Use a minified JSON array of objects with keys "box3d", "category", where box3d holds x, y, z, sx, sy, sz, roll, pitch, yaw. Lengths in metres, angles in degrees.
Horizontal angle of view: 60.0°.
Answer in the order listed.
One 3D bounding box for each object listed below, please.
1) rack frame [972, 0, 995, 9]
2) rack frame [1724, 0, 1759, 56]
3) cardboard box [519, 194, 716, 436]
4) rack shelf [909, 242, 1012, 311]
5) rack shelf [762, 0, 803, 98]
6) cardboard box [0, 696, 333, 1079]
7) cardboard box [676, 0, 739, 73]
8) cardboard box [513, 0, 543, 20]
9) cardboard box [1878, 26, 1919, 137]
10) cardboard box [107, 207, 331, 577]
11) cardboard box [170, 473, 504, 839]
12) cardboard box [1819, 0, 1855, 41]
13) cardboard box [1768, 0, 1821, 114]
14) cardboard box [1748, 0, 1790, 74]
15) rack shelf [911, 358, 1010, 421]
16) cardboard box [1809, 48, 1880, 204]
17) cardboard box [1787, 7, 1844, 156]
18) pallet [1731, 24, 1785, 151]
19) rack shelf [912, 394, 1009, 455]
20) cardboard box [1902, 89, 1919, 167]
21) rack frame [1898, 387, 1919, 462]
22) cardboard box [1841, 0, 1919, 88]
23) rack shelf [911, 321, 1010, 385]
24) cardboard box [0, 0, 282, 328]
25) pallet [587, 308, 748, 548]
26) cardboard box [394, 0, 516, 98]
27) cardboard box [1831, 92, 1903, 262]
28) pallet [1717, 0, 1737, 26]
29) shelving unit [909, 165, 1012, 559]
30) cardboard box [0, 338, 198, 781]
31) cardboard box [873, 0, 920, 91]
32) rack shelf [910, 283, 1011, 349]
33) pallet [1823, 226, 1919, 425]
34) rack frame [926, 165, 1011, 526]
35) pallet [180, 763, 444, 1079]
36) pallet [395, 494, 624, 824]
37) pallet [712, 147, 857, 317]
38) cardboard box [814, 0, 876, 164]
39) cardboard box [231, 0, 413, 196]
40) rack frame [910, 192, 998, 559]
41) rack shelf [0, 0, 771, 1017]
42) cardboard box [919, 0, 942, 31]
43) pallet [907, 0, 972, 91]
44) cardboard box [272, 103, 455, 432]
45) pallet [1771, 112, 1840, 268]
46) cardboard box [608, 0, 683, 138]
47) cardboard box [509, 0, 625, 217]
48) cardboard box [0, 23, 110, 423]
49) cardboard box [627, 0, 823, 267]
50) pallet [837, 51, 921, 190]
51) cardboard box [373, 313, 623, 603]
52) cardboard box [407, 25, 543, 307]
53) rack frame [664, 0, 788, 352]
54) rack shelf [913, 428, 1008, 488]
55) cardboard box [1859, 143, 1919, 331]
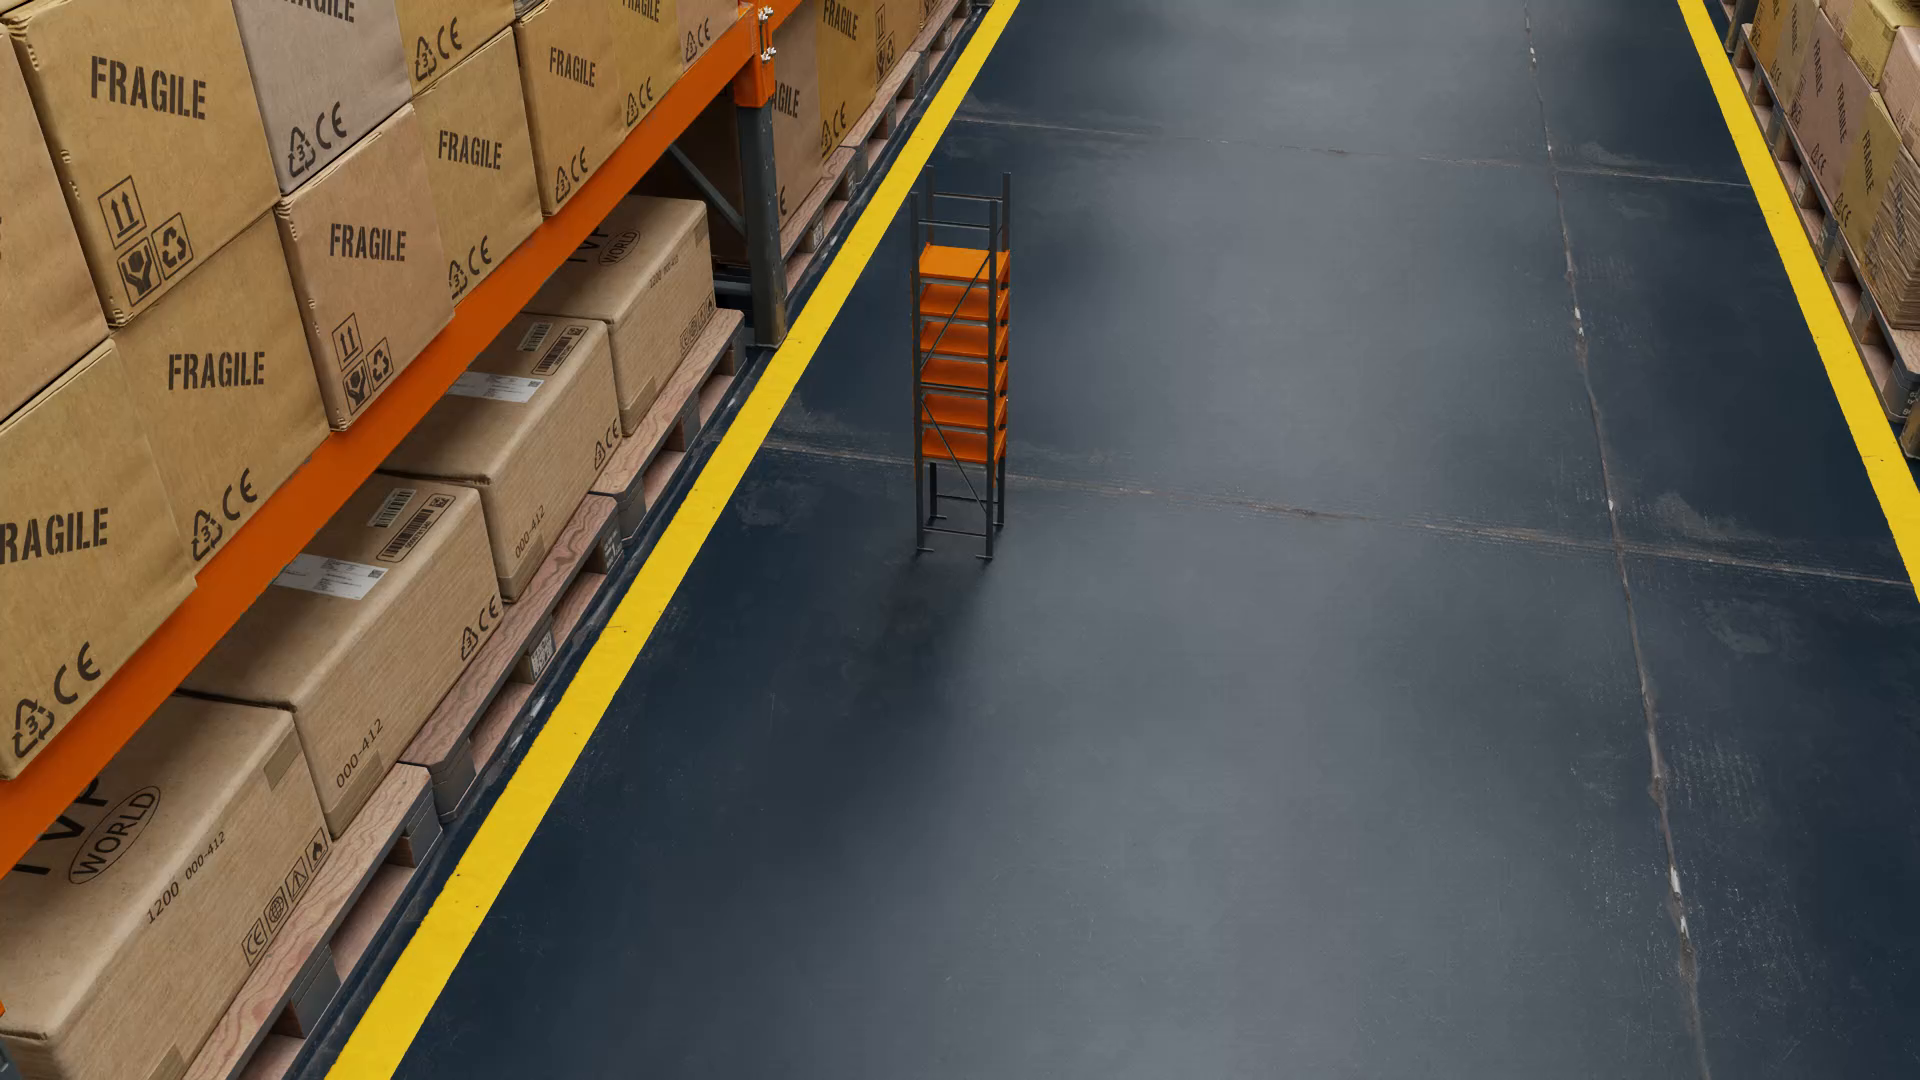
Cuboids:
[{"box3d":[-0.303,-4.312,8.643,1.000,3.000,0.127,7,37,10],"category":"rack frame"},{"box3d":[4.555,-3.749,7.867,1.000,3.000,0.127,7,37,10],"category":"rack frame"},{"box3d":[-1.396,-0.805,5.630,0.875,0.438,0.875,7,36,9],"category":"cardboard box"},{"box3d":[0.003,-0.750,4.724,0.258,0.103,0.180,7,37,10],"category":"rack shelf"},{"box3d":[-0.730,-2.874,7.273,1.077,0.370,4.000,7,37,10],"category":"rack shelf"},{"box3d":[-1.968,0.751,3.483,0.875,0.438,0.875,6,36,8],"category":"cardboard box"},{"box3d":[-1.007,-1.761,5.039,0.500,0.500,0.500,8,37,10],"category":"cardboard box"},{"box3d":[-1.204,-1.576,3.931,0.500,0.500,0.500,8,37,11],"category":"cardboard box"},{"box3d":[3.735,-1.669,6.131,0.500,0.250,0.500,9,37,12],"category":"cardboard box"},{"box3d":[-1.548,-0.299,3.021,0.500,0.500,0.500,7,36,9],"category":"cardboard box"},{"box3d":[-1.781,0.225,4.209,0.875,0.438,0.875,8,37,11],"category":"cardboard box"},{"box3d":[3.944,-2.273,6.964,0.500,0.250,0.500,8,37,10],"category":"cardboard box"},{"box3d":[4.050,-2.245,7.564,0.500,0.500,0.500,8,37,11],"category":"cardboard box"},{"box3d":[4.154,-2.534,7.962,0.500,0.500,0.500,6,36,8],"category":"cardboard box"},{"box3d":[0.003,-0.458,4.935,0.258,0.103,0.180,7,37,10],"category":"rack shelf"},{"box3d":[3.836,-1.658,6.753,0.500,0.500,0.500,7,36,9],"category":"cardboard box"},{"box3d":[3.945,-1.950,7.157,0.500,0.500,0.500,6,36,9],"category":"cardboard box"},{"box3d":[4.386,-2.173,8.068,1.003,0.211,1.213,7,37,10],"category":"pallet"},{"box3d":[0.003,-0.361,5.006,0.258,0.103,0.180,7,37,10],"category":"rack shelf"},{"box3d":[3.612,-1.377,5.726,0.500,0.250,0.500,6,36,9],"category":"cardboard box"},{"box3d":[3.700,-1.456,4.703,1.000,3.000,0.127,7,37,10],"category":"rack frame"},{"box3d":[3.834,-1.974,6.551,0.500,0.250,0.500,6,36,8],"category":"cardboard box"},{"box3d":[0.003,-0.555,4.865,0.258,0.103,0.180,7,37,10],"category":"rack shelf"},{"box3d":[-1.527,-0.707,2.733,0.500,0.500,0.500,6,36,9],"category":"cardboard box"},{"box3d":[-1.396,-0.464,5.710,1.003,0.211,1.213,7,37,10],"category":"pallet"},{"box3d":[-1.319,-1.290,3.536,0.500,0.500,0.500,7,37,10],"category":"cardboard box"},{"box3d":[3.722,-1.364,6.348,0.500,0.500,0.500,6,36,9],"category":"cardboard box"},{"box3d":[4.797,-3.063,9.296,1.003,0.211,1.213,7,37,10],"category":"pallet"},{"box3d":[0.003,-0.494,4.909,0.258,1.200,0.189,7,37,10],"category":"shelving unit"},{"box3d":[-1.629,-0.005,2.616,0.500,0.500,0.500,7,37,10],"category":"cardboard box"},{"box3d":[-0.726,-2.725,7.907,0.875,0.875,0.875,8,37,11],"category":"cardboard box"},{"box3d":[0.003,-0.652,4.795,0.258,0.103,0.180,7,37,10],"category":"rack shelf"},{"box3d":[3.865,-0.774,6.138,1.003,0.211,1.213,7,37,10],"category":"pallet"},{"box3d":[0.023,-0.547,4.982,0.240,1.200,0.006,7,37,10],"category":"rack frame"},{"box3d":[-1.917,0.935,3.780,1.003,0.211,1.213,7,37,10],"category":"pallet"},{"box3d":[-1.654,0.238,4.742,1.003,0.211,1.213,7,37,10],"category":"pallet"},{"box3d":[-1.066,-1.342,6.921,1.003,0.211,1.213,7,37,10],"category":"pallet"},{"box3d":[-0.918,-2.213,7.200,0.875,0.875,0.875,8,37,11],"category":"cardboard box"},{"box3d":[-1.425,-1.004,3.141,0.500,0.500,0.500,7,37,10],"category":"cardboard box"},{"box3d":[-0.016,-0.442,4.837,0.240,1.200,0.006,7,37,10],"category":"rack frame"},{"box3d":[-1.584,-0.581,4.108,1.077,0.370,4.000,7,37,10],"category":"rack shelf"},{"box3d":[-0.531,-3.236,8.612,0.875,0.875,0.875,7,37,10],"category":"cardboard box"},{"box3d":[-0.545,-2.740,8.851,1.003,0.211,1.213,7,37,10],"category":"pallet"},{"box3d":[-1.421,-0.588,3.420,0.500,0.500,0.500,7,37,10],"category":"cardboard box"},{"box3d":[4.123,-1.475,7.106,1.003,0.211,1.213,7,37,10],"category":"pallet"},{"box3d":[-1.111,-1.466,4.631,0.500,0.500,0.500,6,36,9],"category":"cardboard box"},{"box3d":[-1.204,-1.176,4.231,0.500,0.500,0.500,7,36,9],"category":"cardboard box"},{"box3d":[-1.631,-0.410,2.323,0.500,0.500,0.500,7,36,9],"category":"cardboard box"},{"box3d":[-1.103,-1.694,6.484,0.875,0.875,0.875,8,37,11],"category":"cardboard box"},{"box3d":[-0.808,-2.043,7.889,1.003,0.211,1.213,7,37,10],"category":"pallet"},{"box3d":[-1.587,-0.292,4.922,0.875,0.438,0.875,6,36,9],"category":"cardboard box"},{"box3d":[-1.331,-0.877,3.819,0.500,0.500,0.500,8,37,12],"category":"cardboard box"},{"box3d":[-1.157,-2.019,5.479,1.000,3.000,0.127,7,37,10],"category":"rack frame"},{"box3d":[0.003,-0.264,5.076,0.258,0.103,0.180,7,37,10],"category":"rack shelf"},{"box3d":[3.612,-1.070,5.943,0.500,0.500,0.500,7,36,9],"category":"cardboard box"}]
